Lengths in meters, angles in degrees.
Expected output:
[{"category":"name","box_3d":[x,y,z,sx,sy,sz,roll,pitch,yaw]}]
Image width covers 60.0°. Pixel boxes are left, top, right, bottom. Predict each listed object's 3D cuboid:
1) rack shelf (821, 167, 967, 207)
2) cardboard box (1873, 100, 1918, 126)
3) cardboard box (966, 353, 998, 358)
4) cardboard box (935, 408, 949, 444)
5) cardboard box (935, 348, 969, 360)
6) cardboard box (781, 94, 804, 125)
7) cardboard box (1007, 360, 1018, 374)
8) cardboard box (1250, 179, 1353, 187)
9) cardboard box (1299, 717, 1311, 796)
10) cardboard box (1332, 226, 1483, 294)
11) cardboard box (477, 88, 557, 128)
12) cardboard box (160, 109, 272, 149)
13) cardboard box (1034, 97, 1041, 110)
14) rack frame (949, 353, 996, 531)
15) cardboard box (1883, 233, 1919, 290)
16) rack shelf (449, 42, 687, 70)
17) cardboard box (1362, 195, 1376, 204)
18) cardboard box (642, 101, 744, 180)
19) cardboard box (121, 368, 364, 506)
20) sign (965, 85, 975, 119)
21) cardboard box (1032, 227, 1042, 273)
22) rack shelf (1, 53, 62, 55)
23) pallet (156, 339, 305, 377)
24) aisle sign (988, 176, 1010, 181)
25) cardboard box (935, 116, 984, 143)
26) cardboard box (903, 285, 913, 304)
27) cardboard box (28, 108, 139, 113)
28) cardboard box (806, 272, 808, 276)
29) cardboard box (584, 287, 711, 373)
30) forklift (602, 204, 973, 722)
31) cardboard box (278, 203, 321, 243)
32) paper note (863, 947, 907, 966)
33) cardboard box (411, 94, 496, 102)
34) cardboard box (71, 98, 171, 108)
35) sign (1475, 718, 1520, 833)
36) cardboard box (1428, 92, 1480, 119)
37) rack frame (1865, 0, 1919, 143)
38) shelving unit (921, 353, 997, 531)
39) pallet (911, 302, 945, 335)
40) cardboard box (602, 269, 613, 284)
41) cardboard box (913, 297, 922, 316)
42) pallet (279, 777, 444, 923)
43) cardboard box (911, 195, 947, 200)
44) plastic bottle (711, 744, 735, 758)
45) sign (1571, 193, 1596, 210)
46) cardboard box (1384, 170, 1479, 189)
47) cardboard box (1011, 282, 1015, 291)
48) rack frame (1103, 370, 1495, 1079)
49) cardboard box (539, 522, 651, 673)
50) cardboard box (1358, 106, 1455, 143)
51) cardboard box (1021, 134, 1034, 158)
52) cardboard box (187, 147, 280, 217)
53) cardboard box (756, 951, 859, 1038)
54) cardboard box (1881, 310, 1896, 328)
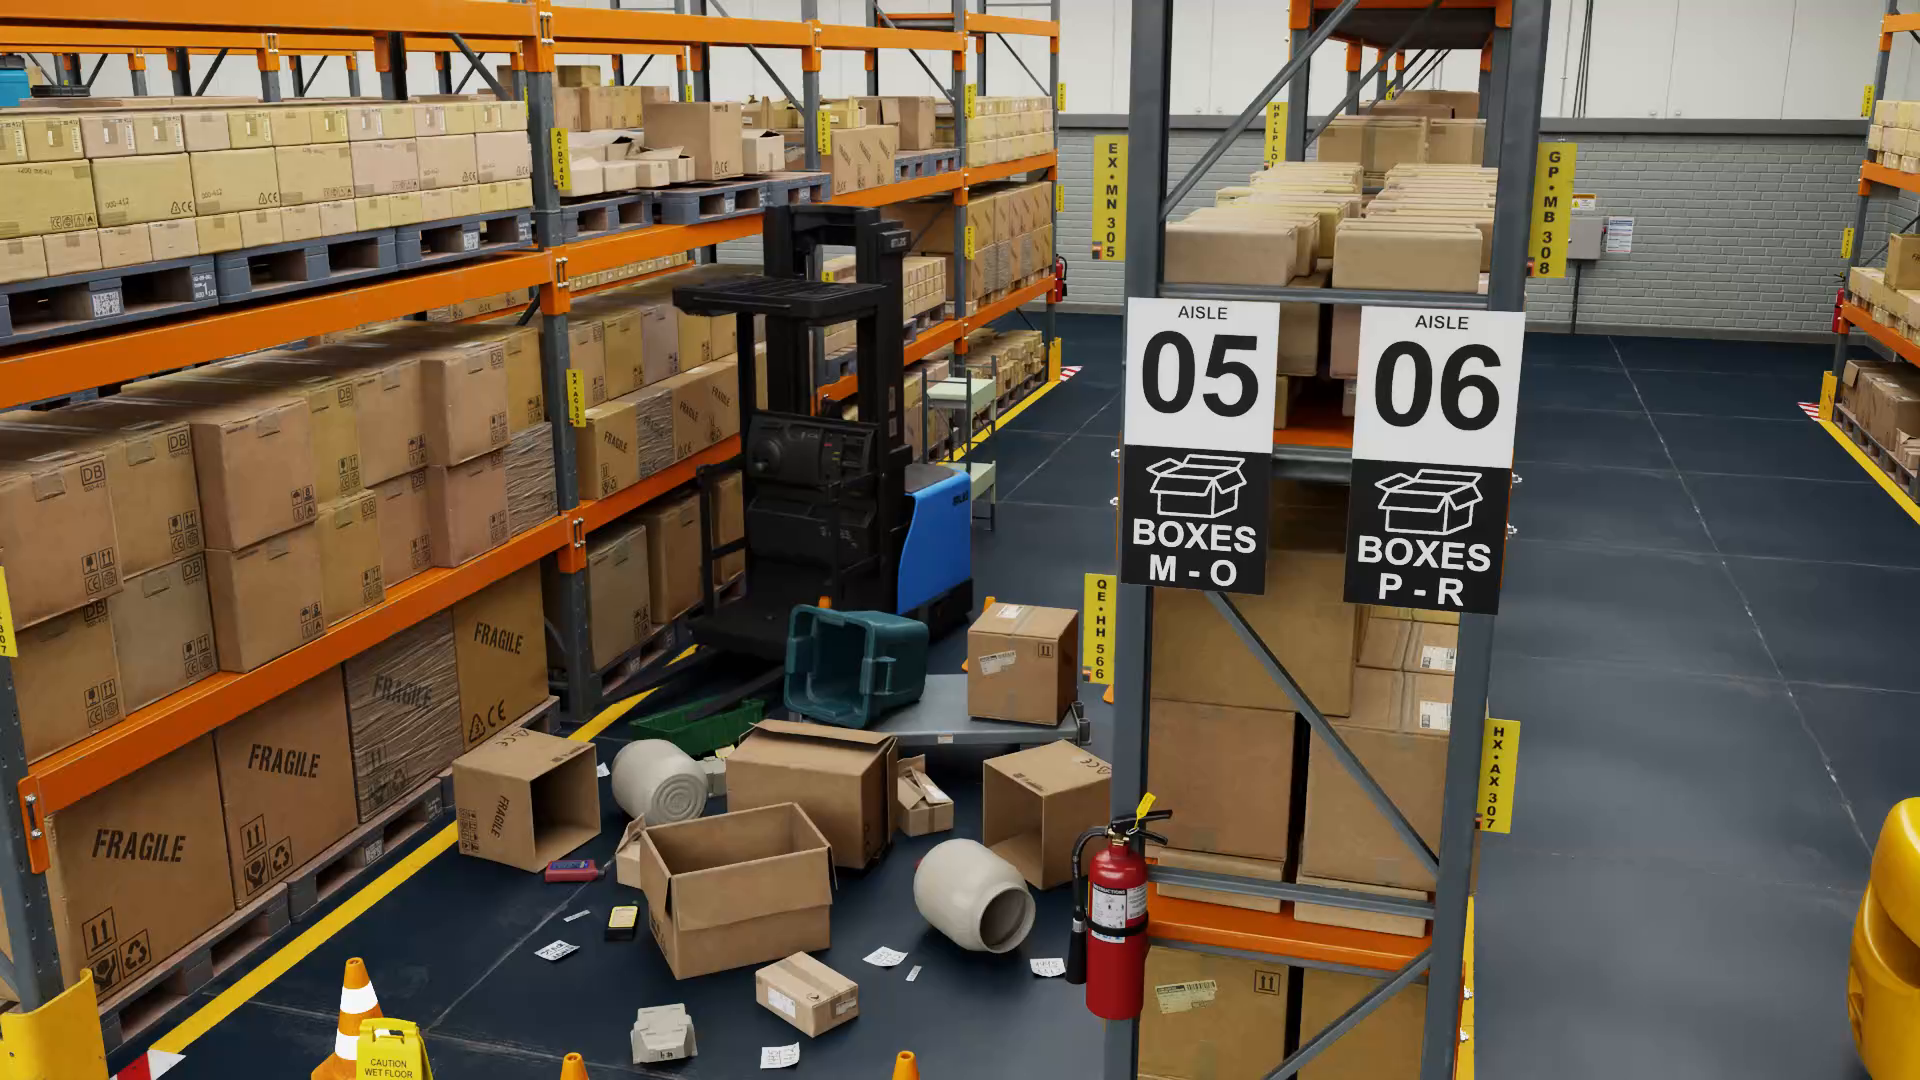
[{"category":"rack shelf","box_3d":[-1.005,-3.058,14.936,1.077,0.370,4.000,5,16,16]},{"category":"cardboard box","box_3d":[9.868,-4.447,17.329,0.500,0.250,0.500,4,16,15]},{"category":"cardboard box","box_3d":[0.221,-2.021,18.821,0.380,0.149,0.250,4,16,14]},{"category":"cardboard box","box_3d":[-0.405,-1.271,16.624,0.500,0.500,0.500,4,16,15]},{"category":"cardboard box","box_3d":[-0.109,-2.118,19.164,0.380,0.149,0.250,5,16,16]},{"category":"cardboard box","box_3d":[-1.361,-3.761,14.511,0.396,0.266,0.258,5,16,16]},{"category":"cardboard box","box_3d":[0.453,-2.006,19.315,0.380,0.149,0.250,5,17,19]},{"category":"cardboard box","box_3d":[1.345,-1.338,6.551,0.380,0.149,0.250,4,16,15]},{"category":"cardboard box","box_3d":[0.965,0.527,5.745,0.500,0.500,0.500,5,16,16]},{"category":"cardboard box","box_3d":[1.225,-0.771,4.551,0.380,0.149,0.250,5,16,15]},{"category":"cardboard box","box_3d":[-4.998,-4.846,18.785,0.700,0.500,0.500,4,16,13]},{"category":"cardboard box","box_3d":[-3.084,-1.696,6.861,0.380,0.149,0.250,4,16,15]},{"category":"cardboard box","box_3d":[0.744,-5.166,19.676,0.380,0.149,0.250,5,17,17]},{"category":"rack frame","box_3d":[0.102,-0.816,13.956,0.400,1.500,0.023,5,16,16]},{"category":"cardboard box","box_3d":[9.422,-2.731,16.316,0.500,0.500,0.500,5,17,17]},{"category":"rack shelf","box_3d":[-4.595,-5.766,19.720,1.077,0.370,4.000,5,16,16]},{"category":"cardboard box","box_3d":[1.677,-1.454,7.692,0.500,0.250,0.500,4,16,15]},{"category":"cardboard box","box_3d":[-1.799,-2.703,11.228,0.500,0.500,0.500,5,16,16]},{"category":"cardboard box","box_3d":[-3.321,-0.466,7.723,0.875,0.550,0.500,5,16,16]},{"category":"sign","box_3d":[0.097,-4.324,16.409,0.100,0.325,0.005,5,16,16]},{"category":"cardboard box","box_3d":[0.668,-3.450,19.768,0.500,0.500,0.500,4,16,15]},{"category":"rack shelf","box_3d":[-14.092,-6.726,22.377,1.077,0.370,4.000,5,16,16]},{"category":"pallet","box_3d":[-6.400,-1.562,14.191,1.213,0.211,1.003,5,16,16]},{"category":"aisle sign","box_3d":[0.434,-4.824,20.576,0.394,0.787,0.004,5,16,16]},{"category":"cardboard box","box_3d":[-0.070,-4.203,17.013,0.500,0.250,0.500,5,17,18]},{"category":"cardboard box","box_3d":[-0.656,-2.316,15.642,0.380,0.149,0.250,4,16,13]},{"category":"cardboard box","box_3d":[-3.715,-1.748,7.044,0.380,0.149,0.250,4,16,15]},{"category":"cardboard box","box_3d":[-1.429,-2.375,15.307,0.380,0.149,0.250,5,17,18]},{"category":"cardboard box","box_3d":[-2.141,-1.450,11.428,0.700,0.500,0.500,4,16,15]},{"category":"forklift","box_3d":[-1.066,-0.574,10.483,1.130,2.935,3.031,9,18,28]},{"category":"cardboard box","box_3d":[-3.011,-1.379,7.205,0.380,0.149,0.250,5,17,16]},{"category":"paper note","box_3d":[-0.327,1.834,7.328,0.148,0.019,0.142,11,19,35]},{"category":"cardboard box","box_3d":[-5.318,-4.436,17.523,0.700,0.500,0.500,5,17,17]},{"category":"cardboard box","box_3d":[-6.486,-3.173,12.923,0.500,0.500,0.500,5,17,17]},{"category":"sign","box_3d":[1.448,0.638,4.496,0.100,0.325,0.005,5,16,16]},{"category":"cardboard box","box_3d":[4.707,-4.006,15.823,0.500,0.500,0.500,5,17,17]},{"category":"rack frame","box_3d":[10.235,-5.676,17.349,1.000,3.000,0.127,5,16,16]},{"category":"shelving unit","box_3d":[-0.002,-0.720,13.619,0.431,1.500,0.755,5,16,16]},{"category":"pallet","box_3d":[-0.793,-2.203,16.452,1.003,0.211,1.213,5,16,16]},{"category":"cardboard box","box_3d":[-4.392,-3.165,19.953,0.380,0.149,0.250,5,17,17]},{"category":"cardboard box","box_3d":[-0.577,-2.248,15.948,0.380,0.149,0.250,4,16,13]},{"category":"pallet","box_3d":[-3.346,1.463,8.284,1.003,0.211,1.213,5,16,16]},{"category":"cardboard box","box_3d":[-0.420,-3.436,17.887,0.500,0.500,0.500,4,16,14]},{"category":"plastic bottle","box_3d":[-1.341,1.212,9.446,0.133,0.061,0.283,-4,16,-13]},{"category":"sign","box_3d":[9.033,-4.905,24.113,0.339,0.242,0.001,5,16,16]},{"category":"cardboard box","box_3d":[2.024,-1.505,7.140,0.380,0.149,0.250,5,17,17]},{"category":"cardboard box","box_3d":[0.428,-2.973,19.273,0.380,0.149,0.250,4,16,14]},{"category":"rack frame","box_3d":[0.928,1.012,4.763,1.000,3.000,0.127,5,16,16]},{"category":"cardboard box","box_3d":[-2.620,0.319,10.559,1.050,0.750,0.750,5,16,16]},{"category":"cardboard box","box_3d":[3.164,-2.886,12.050,0.797,0.503,0.637,4,16,12]},{"category":"cardboard box","box_3d":[0.533,-4.500,18.974,0.500,0.250,0.500,5,17,18]},{"category":"cardboard box","box_3d":[-3.178,-1.480,6.832,0.500,0.250,0.500,4,16,15]},{"category":"cardboard box","box_3d":[-0.636,1.885,6.912,0.250,0.149,0.380,-15,21,-41]},{"category":"cardboard box","box_3d":[9.410,-2.200,16.550,0.380,0.149,0.250,5,17,17]}]
